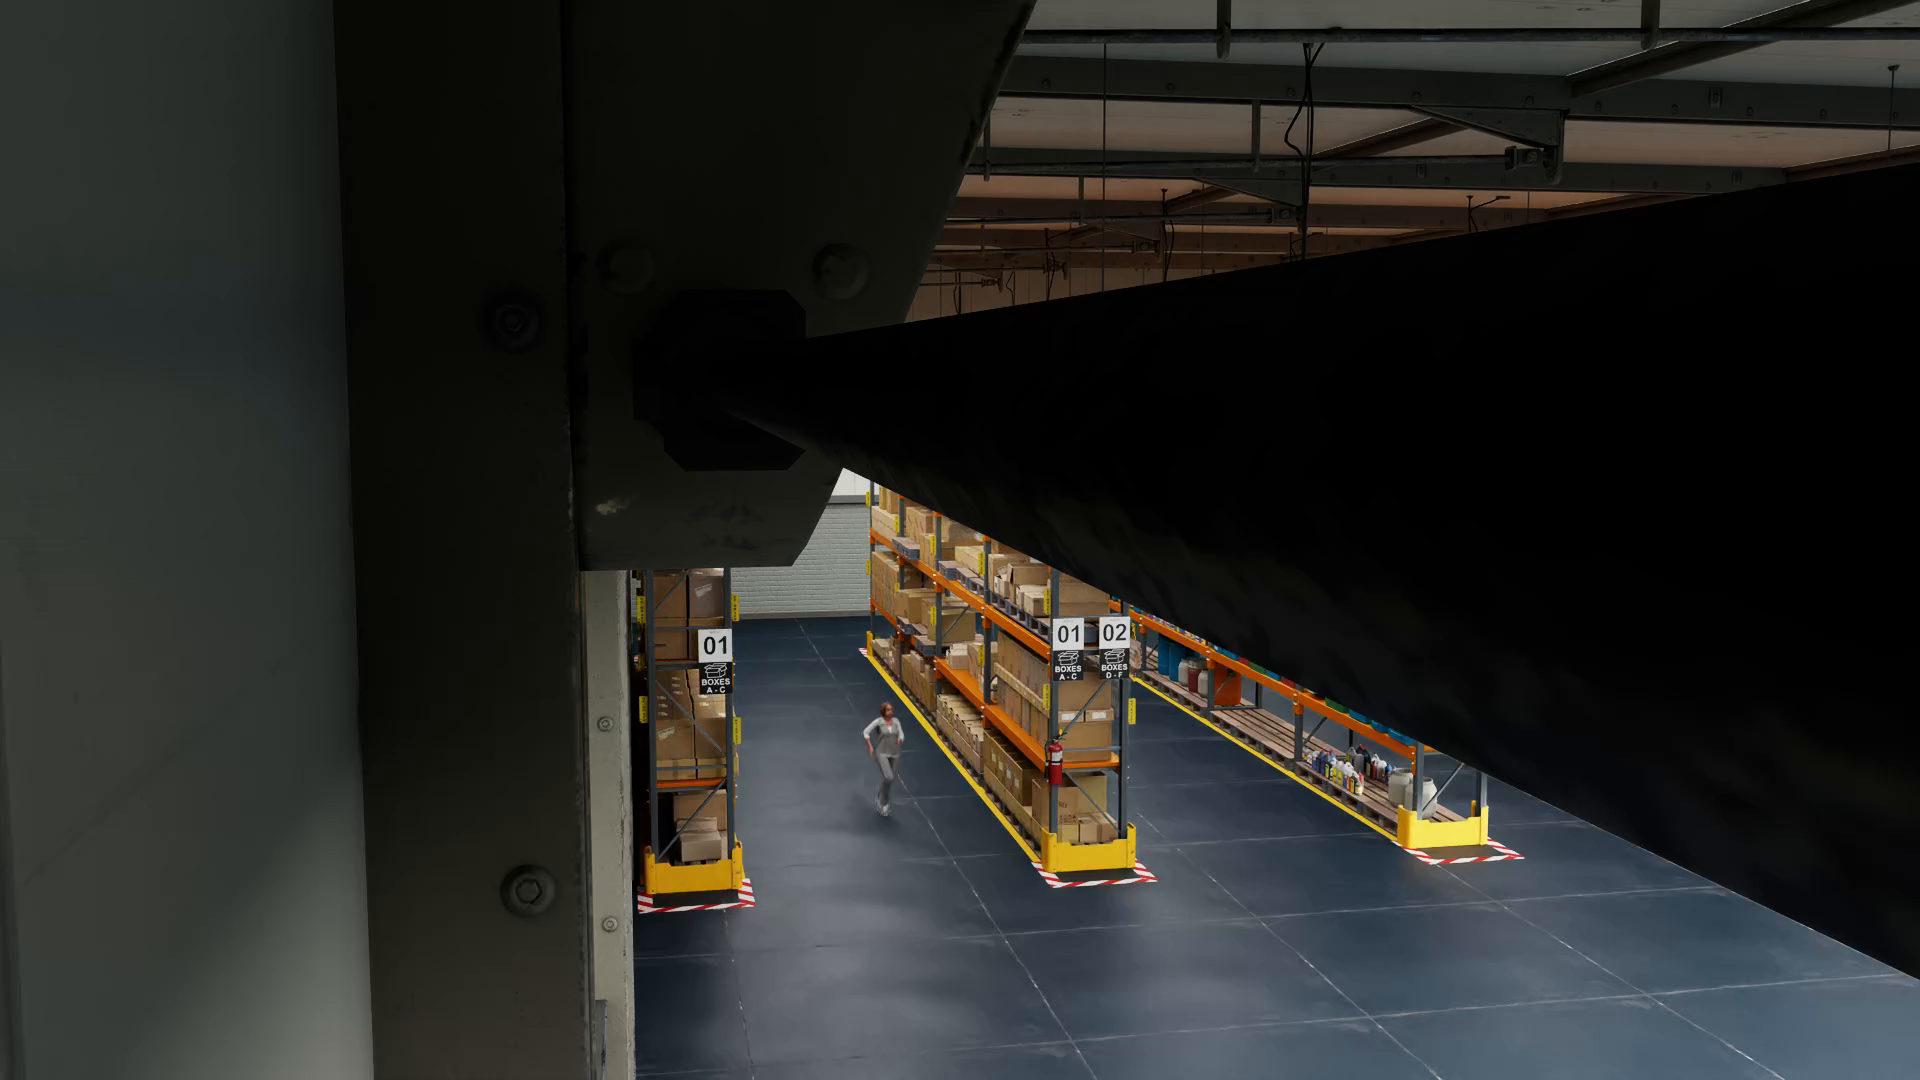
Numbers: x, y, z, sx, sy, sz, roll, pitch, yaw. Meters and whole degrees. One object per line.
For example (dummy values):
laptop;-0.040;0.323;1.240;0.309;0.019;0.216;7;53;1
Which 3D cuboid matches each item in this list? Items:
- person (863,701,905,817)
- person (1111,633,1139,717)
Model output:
person;-1.034;3.087;23.489;0.507;1.624;0.688;-4;7;-31
person;2.931;2.428;30.013;0.557;1.604;0.735;-2;6;-19
